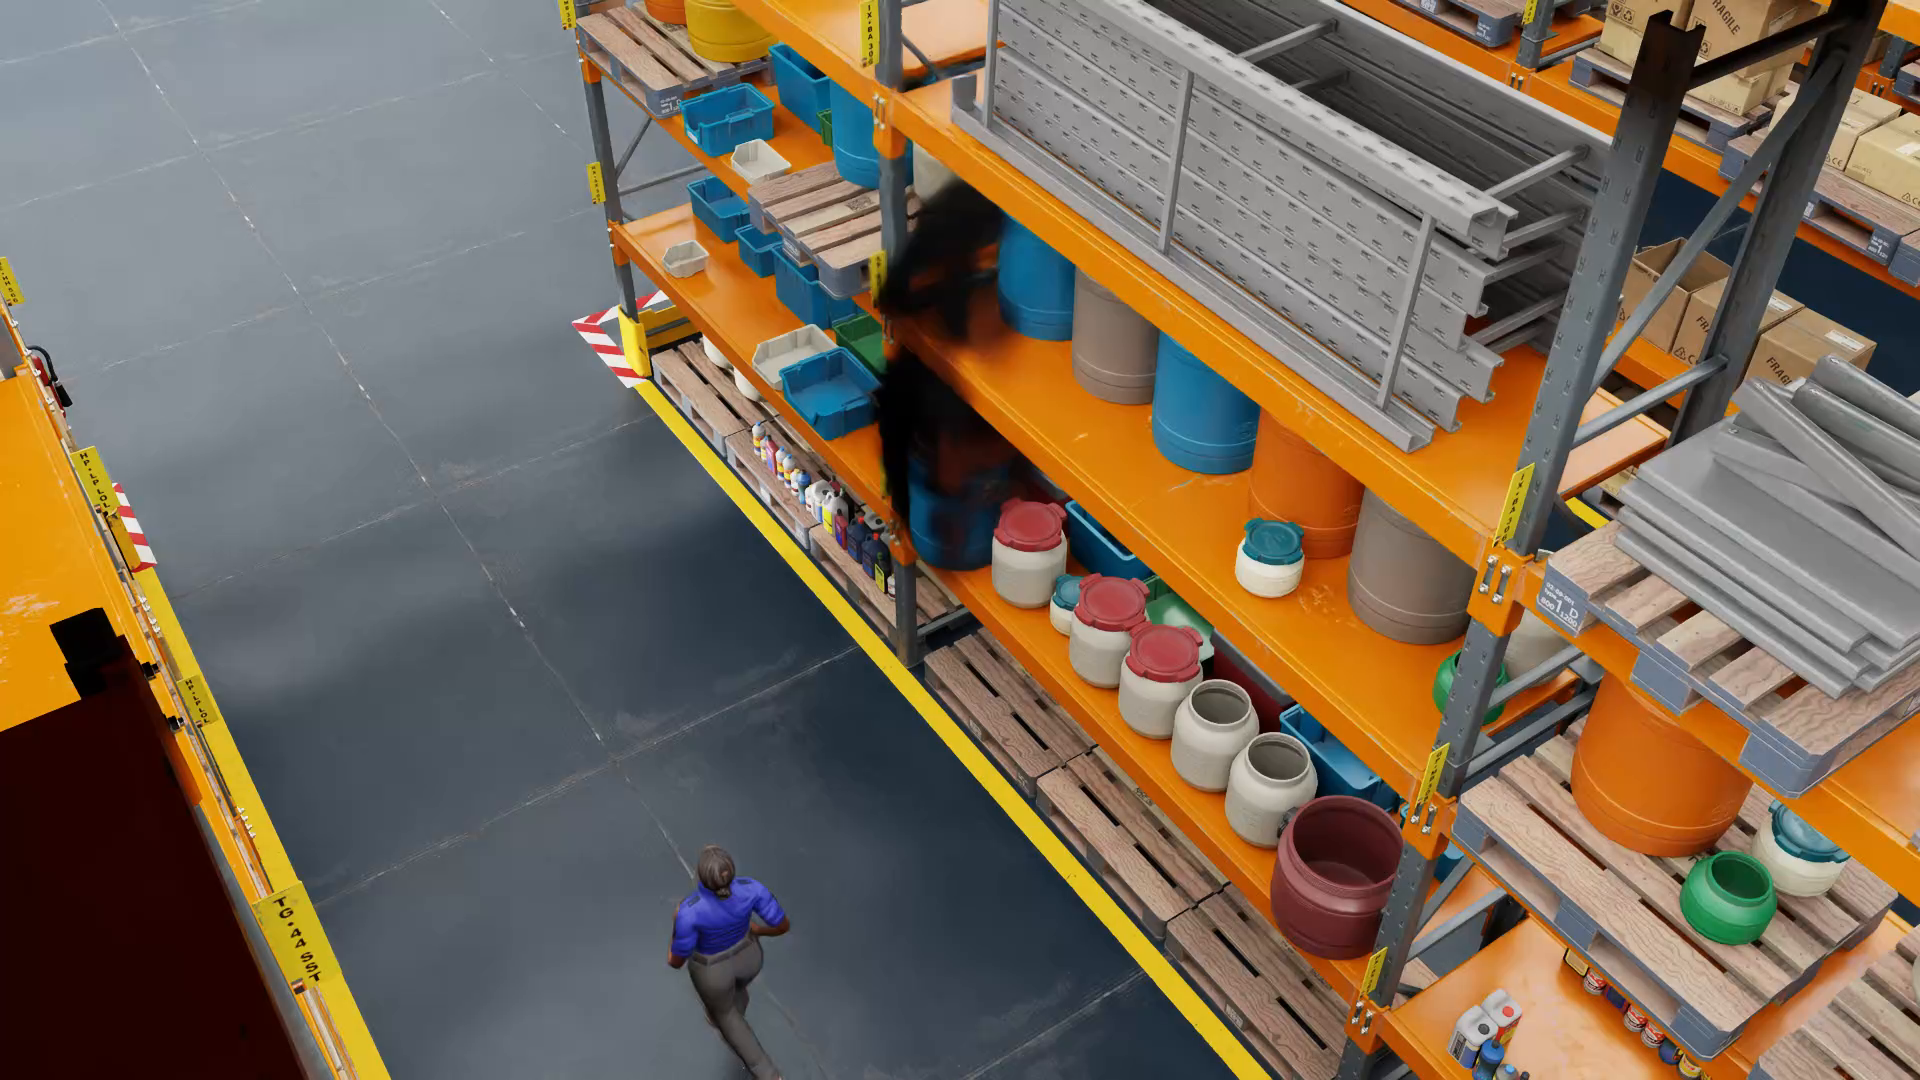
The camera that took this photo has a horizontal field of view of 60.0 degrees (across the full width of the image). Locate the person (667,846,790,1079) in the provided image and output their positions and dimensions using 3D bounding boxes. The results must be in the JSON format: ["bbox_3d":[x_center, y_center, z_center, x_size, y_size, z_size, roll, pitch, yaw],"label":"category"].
[{"bbox_3d":[-1.111,2.035,7.927,0.574,1.676,0.736,-26,48,-25],"label":"person"}]
